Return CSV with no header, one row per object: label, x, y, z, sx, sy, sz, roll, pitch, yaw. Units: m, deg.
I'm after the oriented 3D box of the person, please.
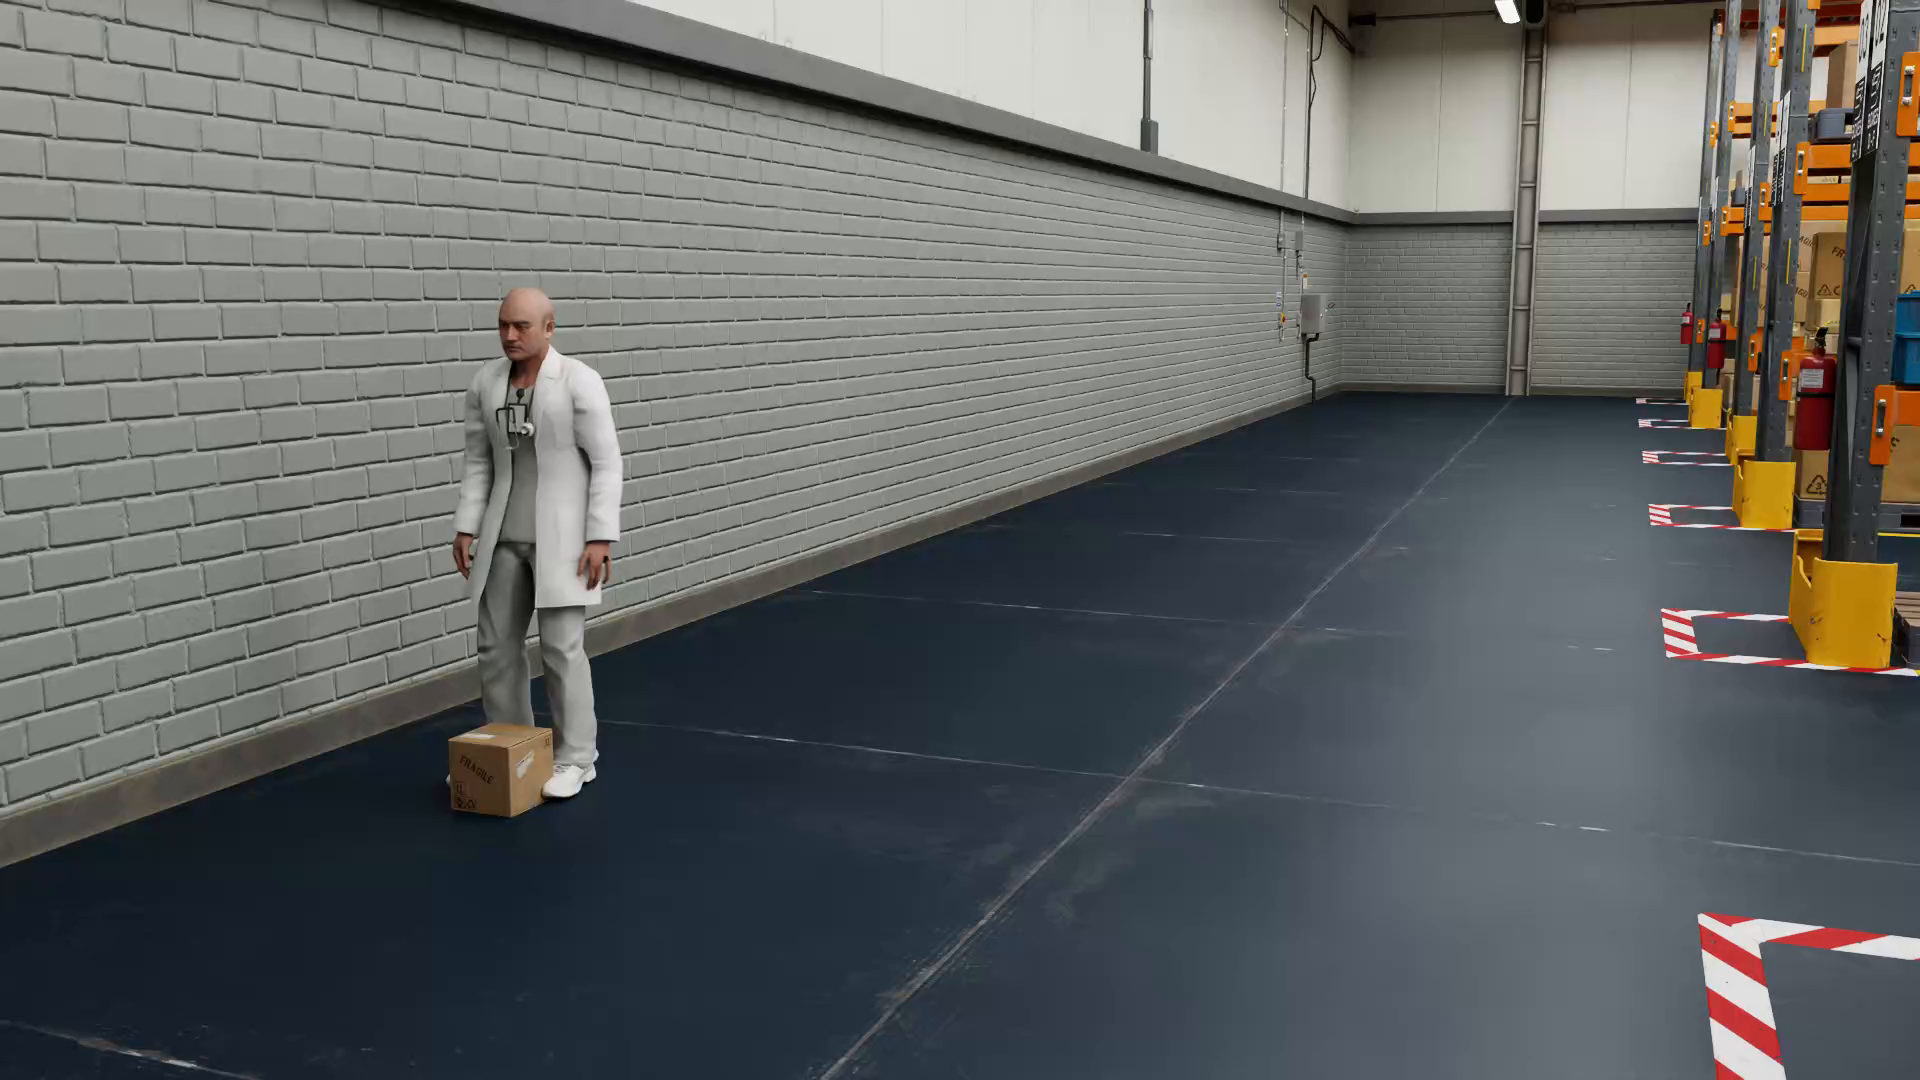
person,-1.491,0.005,5.862,0.655,1.775,0.420,3,9,18
